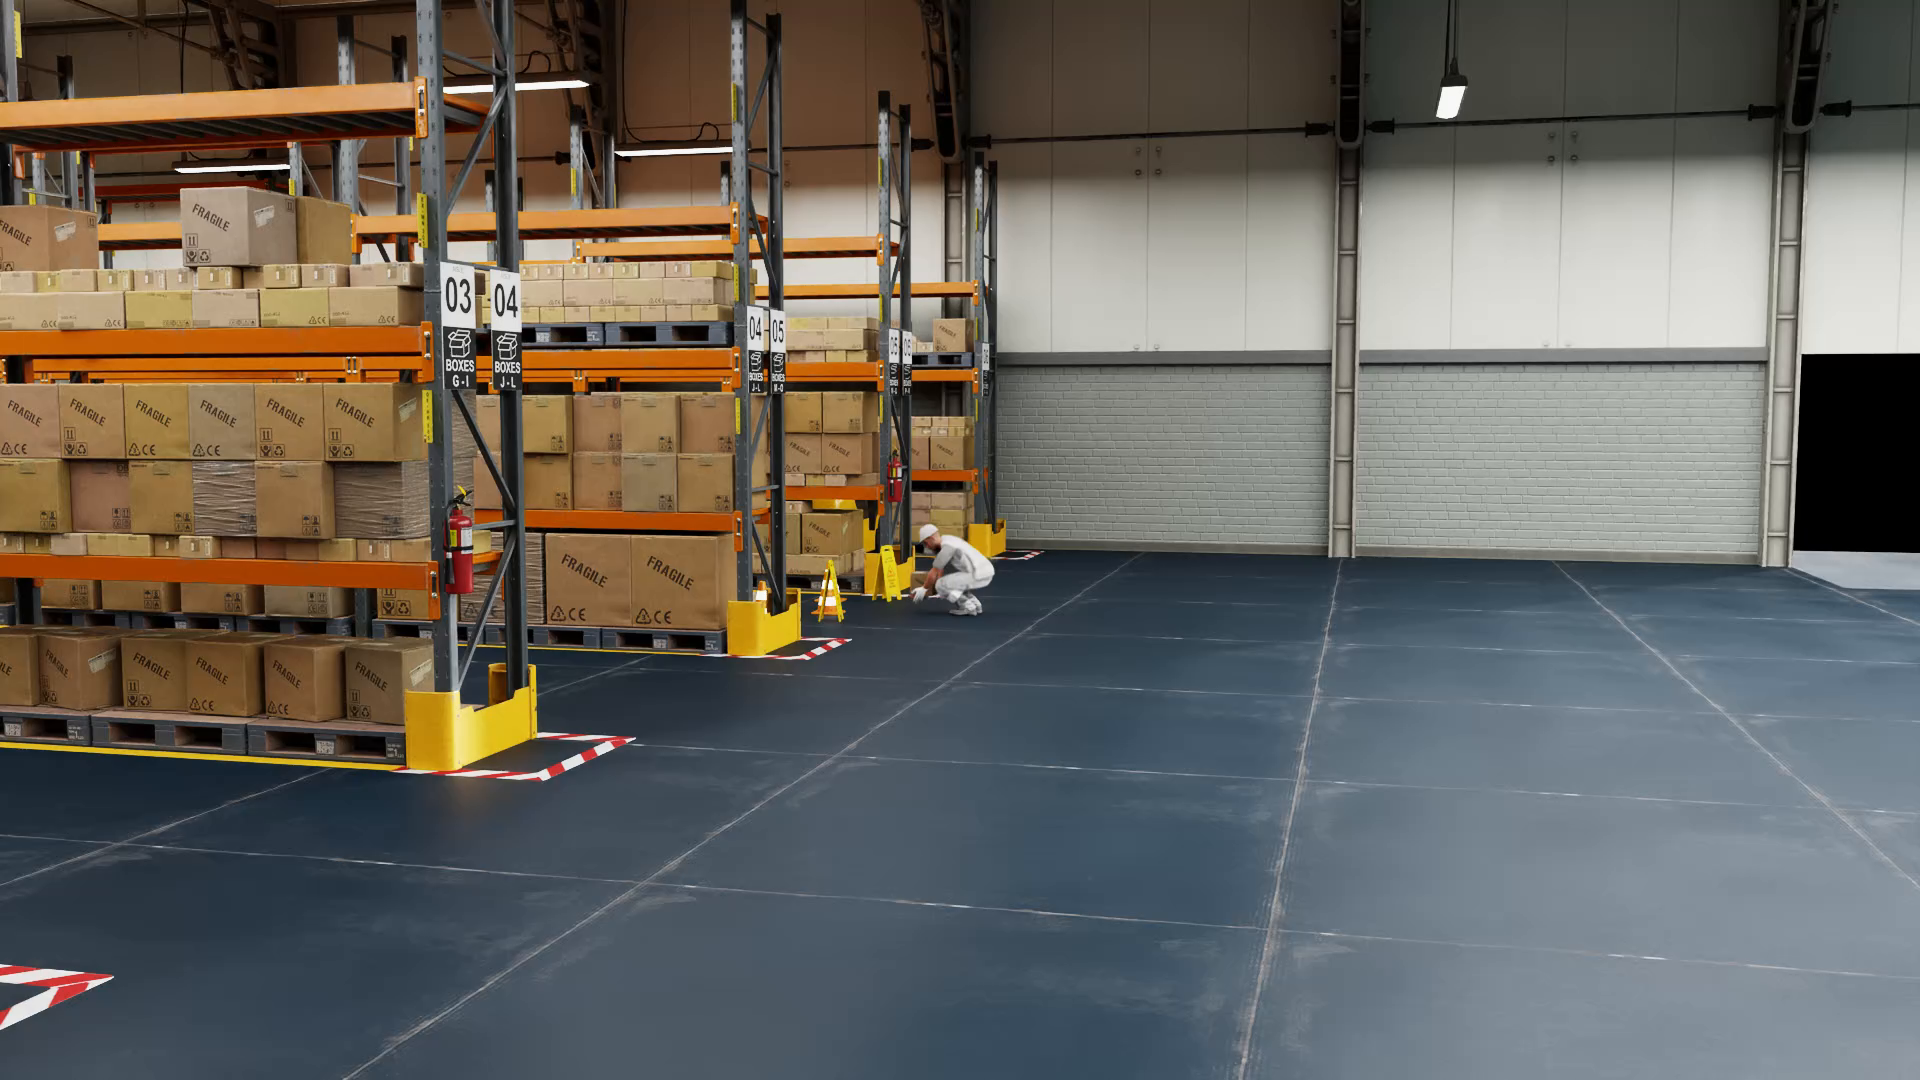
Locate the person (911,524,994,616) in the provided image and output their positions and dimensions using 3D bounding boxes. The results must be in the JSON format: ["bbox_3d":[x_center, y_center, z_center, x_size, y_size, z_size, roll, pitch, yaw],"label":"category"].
[{"bbox_3d":[-0.077,0.322,18.281,0.891,0.996,0.551,1,5,13],"label":"person"}]
